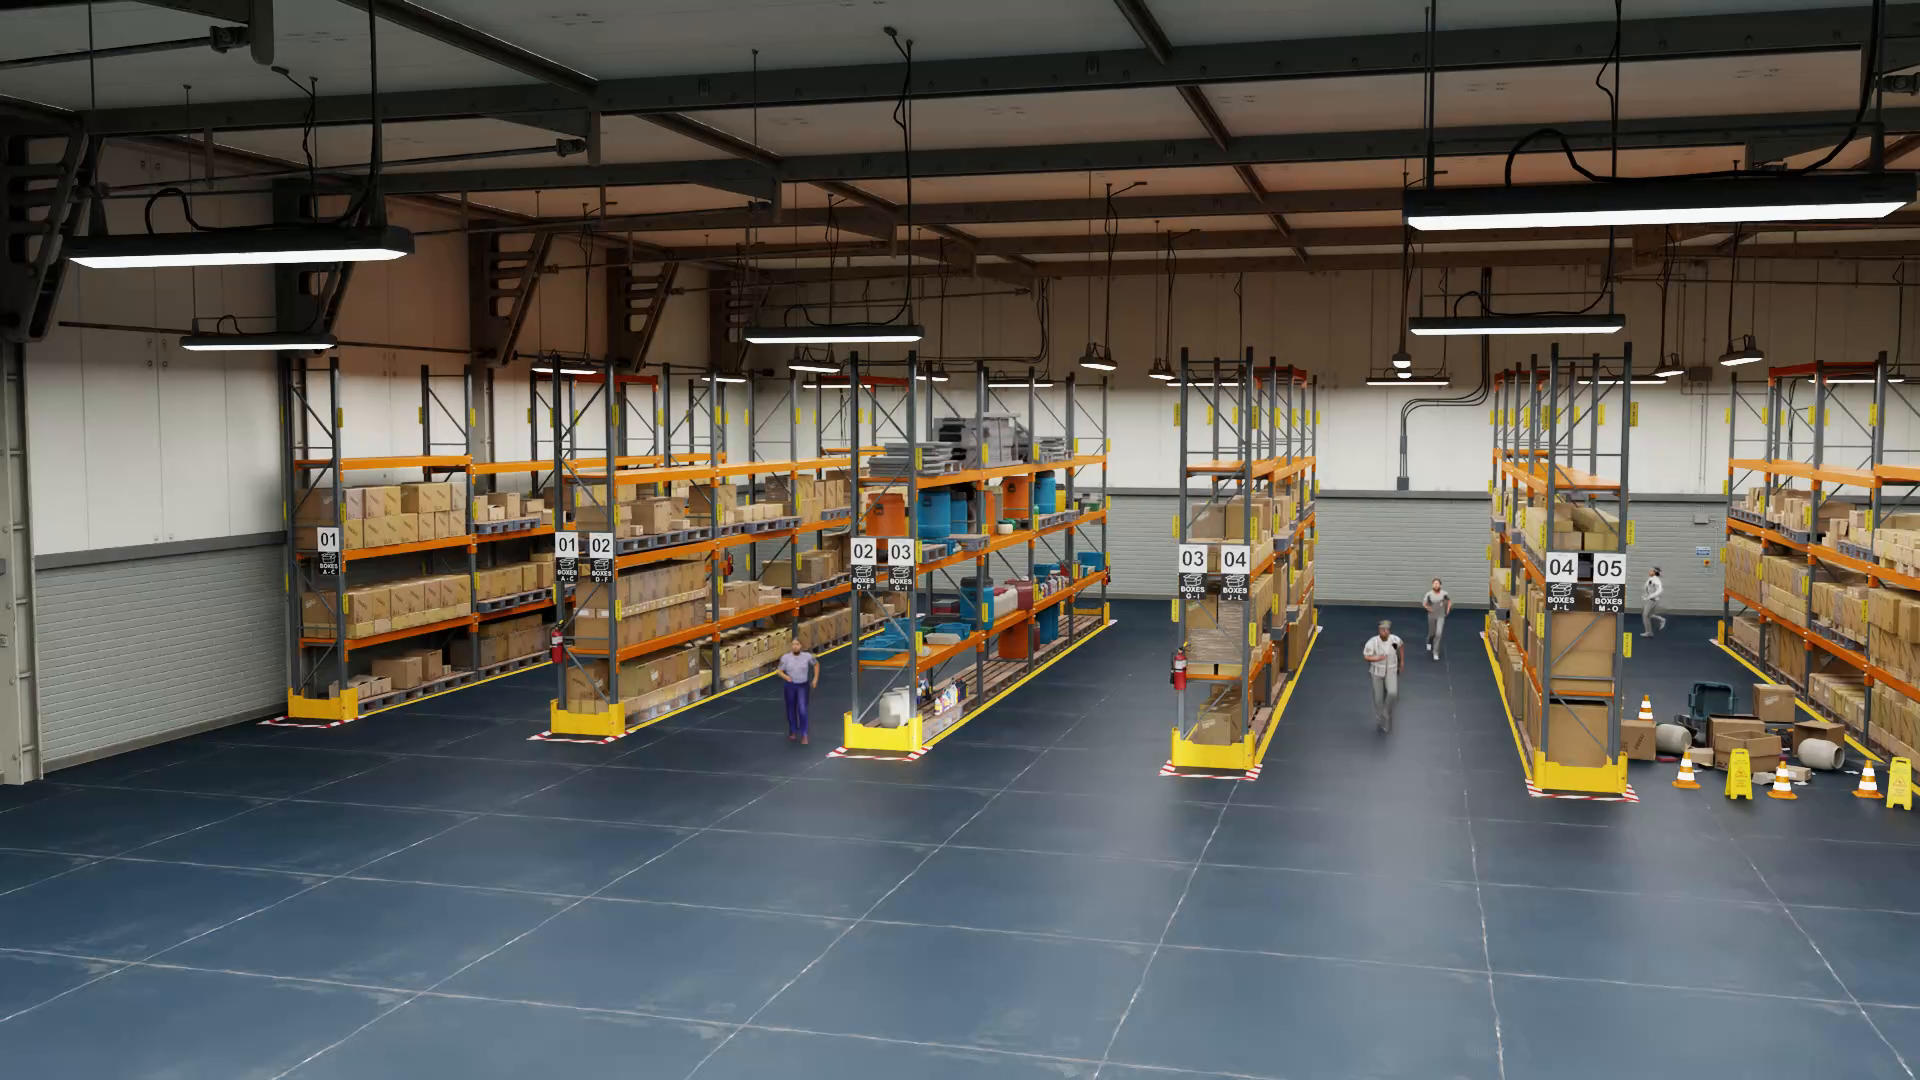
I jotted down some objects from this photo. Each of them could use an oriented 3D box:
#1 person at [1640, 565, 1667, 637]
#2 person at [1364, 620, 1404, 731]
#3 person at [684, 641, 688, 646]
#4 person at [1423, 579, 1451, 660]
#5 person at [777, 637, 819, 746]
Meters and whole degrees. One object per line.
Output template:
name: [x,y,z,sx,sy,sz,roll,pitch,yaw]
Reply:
person: [15.900,1.394,38.056,0.586,1.653,0.617,1,4,8]
person: [6.803,2.168,26.741,0.647,1.792,0.845,0,4,3]
person: [-5.883,1.614,34.396,0.564,1.681,0.908,1,4,13]
person: [9.964,1.633,34.748,0.577,1.669,0.895,1,4,15]
person: [-2.488,2.335,25.481,0.628,1.700,0.690,0,4,-1]
